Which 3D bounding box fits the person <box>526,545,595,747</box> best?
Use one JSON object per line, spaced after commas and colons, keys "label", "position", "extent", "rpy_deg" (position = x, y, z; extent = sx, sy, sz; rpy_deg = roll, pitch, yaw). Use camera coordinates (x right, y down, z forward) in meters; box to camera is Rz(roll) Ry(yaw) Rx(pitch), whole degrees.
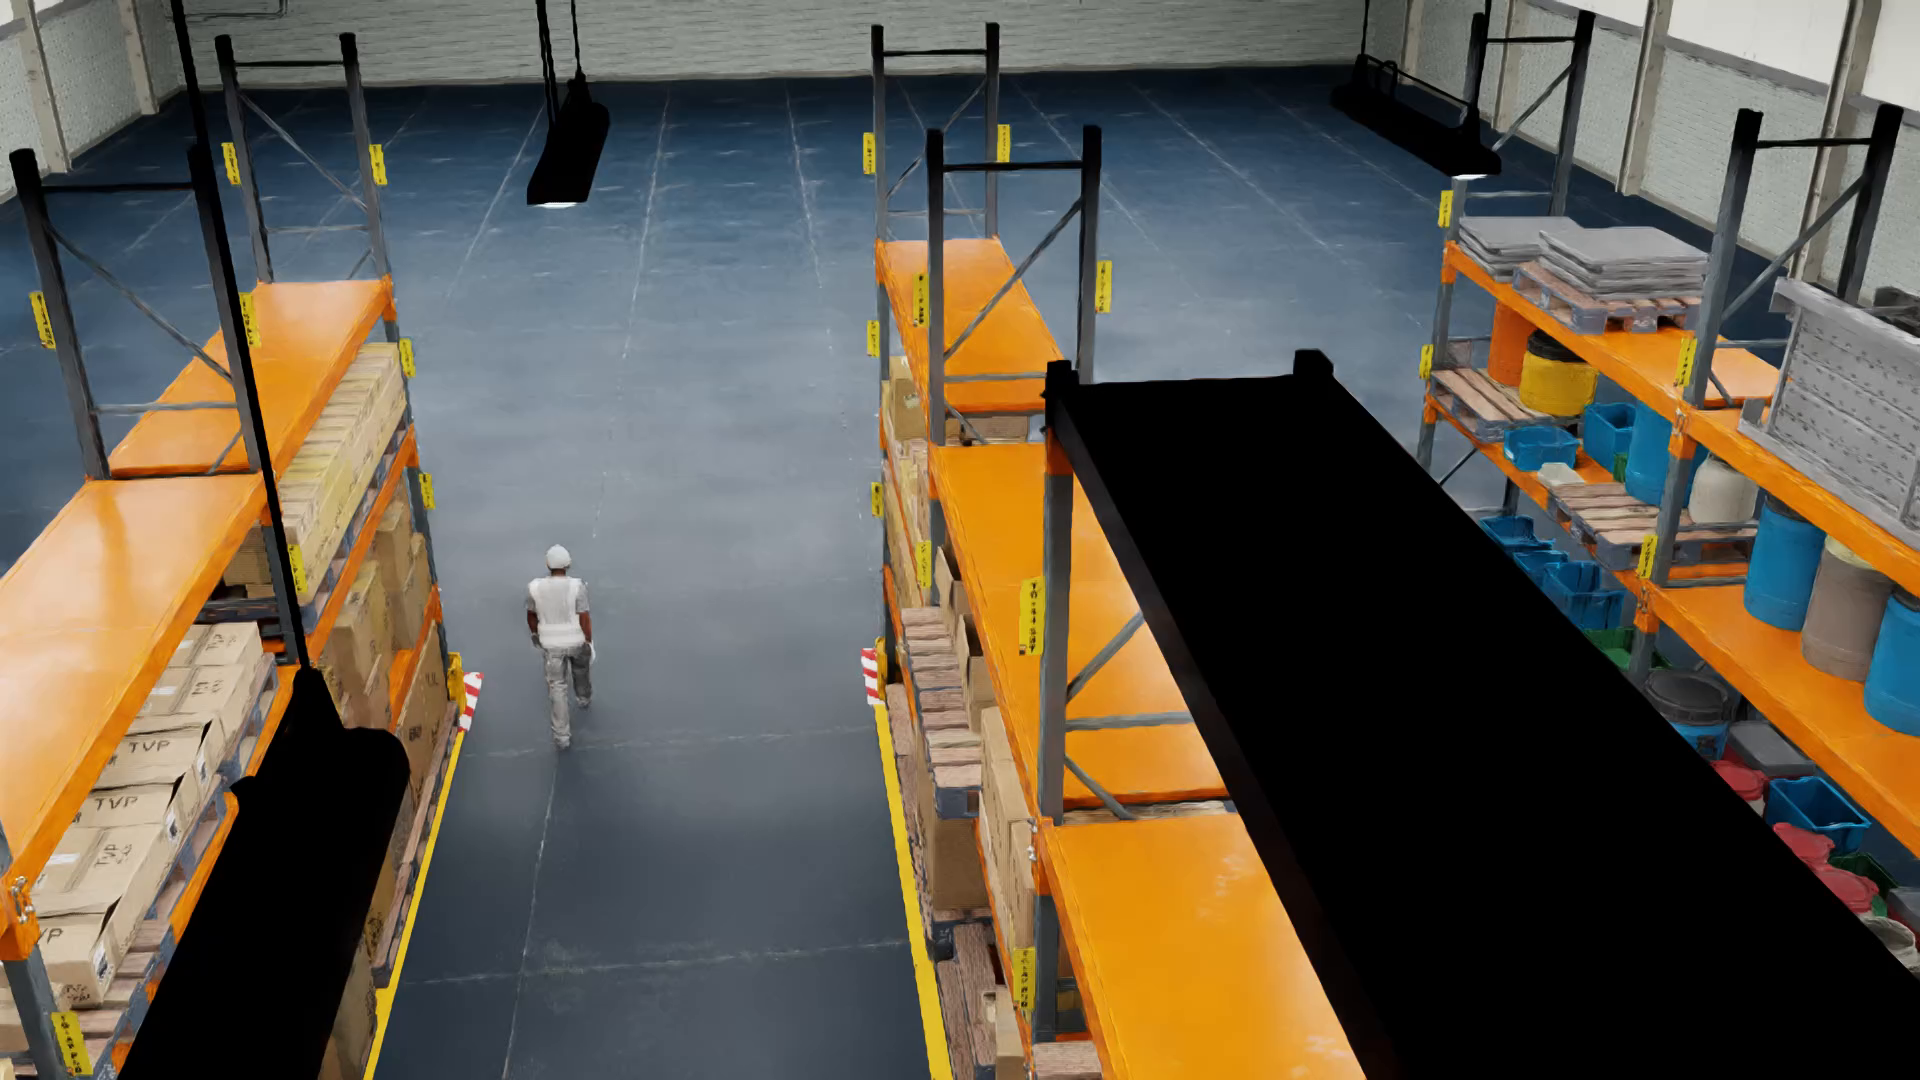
{"label": "person", "position": [-3.516, 0.854, 14.707], "extent": [0.579, 1.732, 1.042], "rpy_deg": [-4, 26, -7]}
